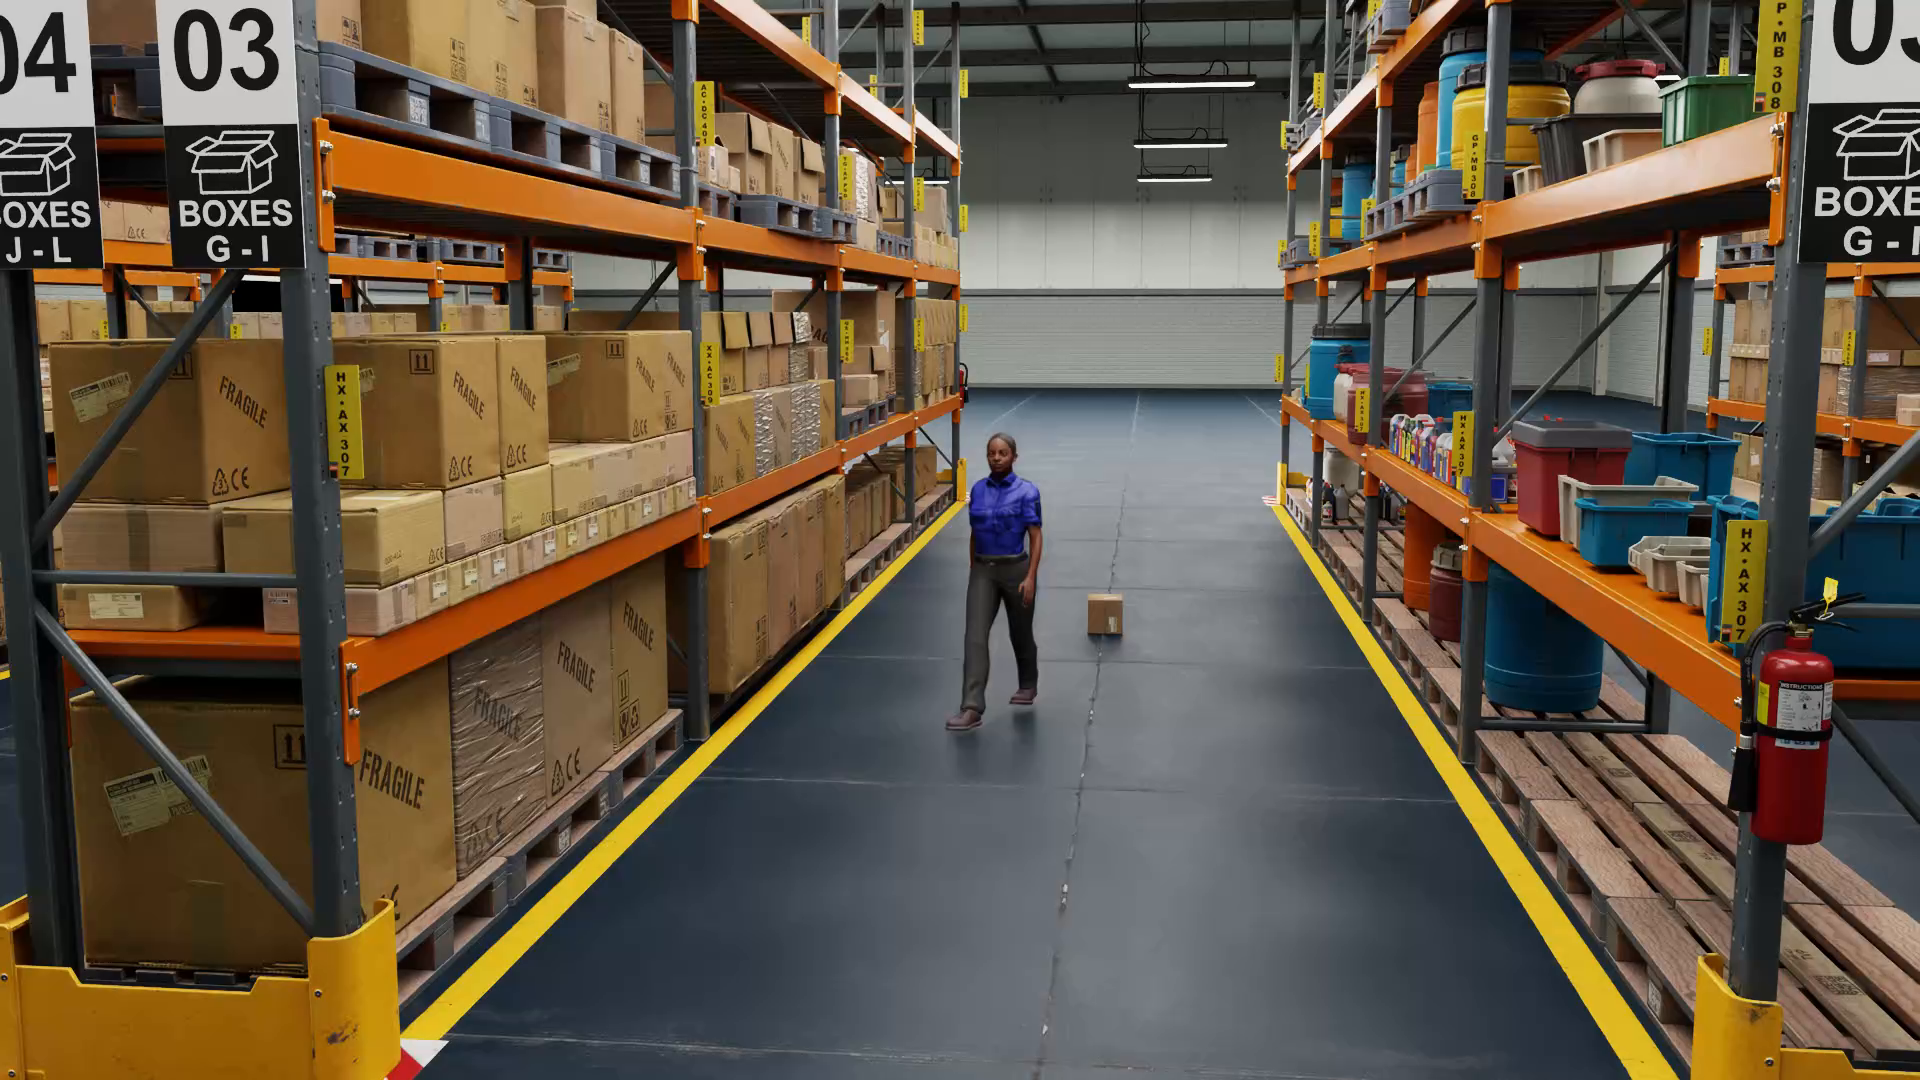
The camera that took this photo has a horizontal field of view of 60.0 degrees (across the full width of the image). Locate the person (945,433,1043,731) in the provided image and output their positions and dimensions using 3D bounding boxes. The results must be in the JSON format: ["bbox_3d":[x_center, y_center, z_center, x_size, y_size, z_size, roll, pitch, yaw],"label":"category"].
[{"bbox_3d":[0.227,0.206,9.245,0.475,1.594,0.991,3,8,19],"label":"person"}]
